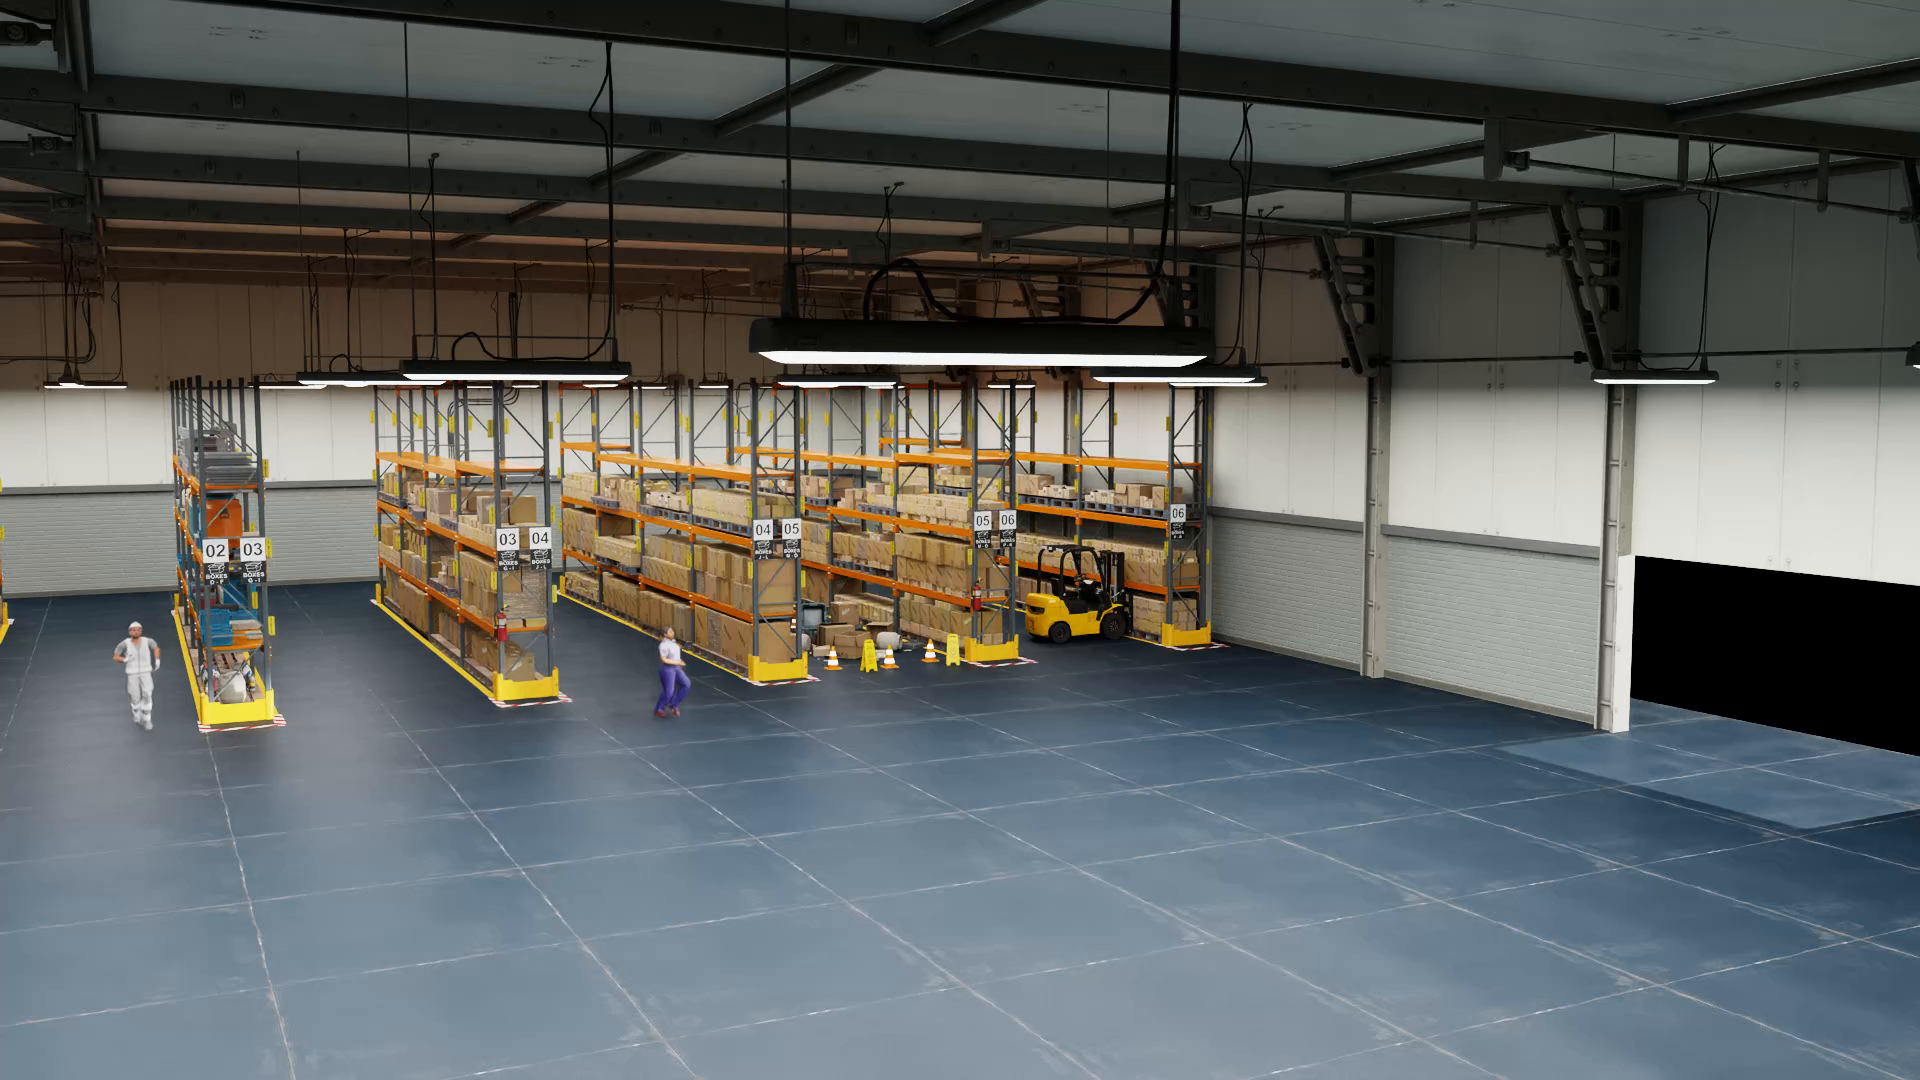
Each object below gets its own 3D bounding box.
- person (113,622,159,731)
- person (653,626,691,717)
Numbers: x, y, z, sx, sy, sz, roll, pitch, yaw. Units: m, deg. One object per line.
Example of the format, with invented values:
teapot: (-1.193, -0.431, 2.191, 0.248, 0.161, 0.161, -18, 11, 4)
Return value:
person: (-13.993, 2.302, 28.305, 0.722, 1.810, 0.840, -3, 6, -31)
person: (-5.088, 2.321, 29.292, 0.653, 1.632, 0.614, 1, 5, 16)
